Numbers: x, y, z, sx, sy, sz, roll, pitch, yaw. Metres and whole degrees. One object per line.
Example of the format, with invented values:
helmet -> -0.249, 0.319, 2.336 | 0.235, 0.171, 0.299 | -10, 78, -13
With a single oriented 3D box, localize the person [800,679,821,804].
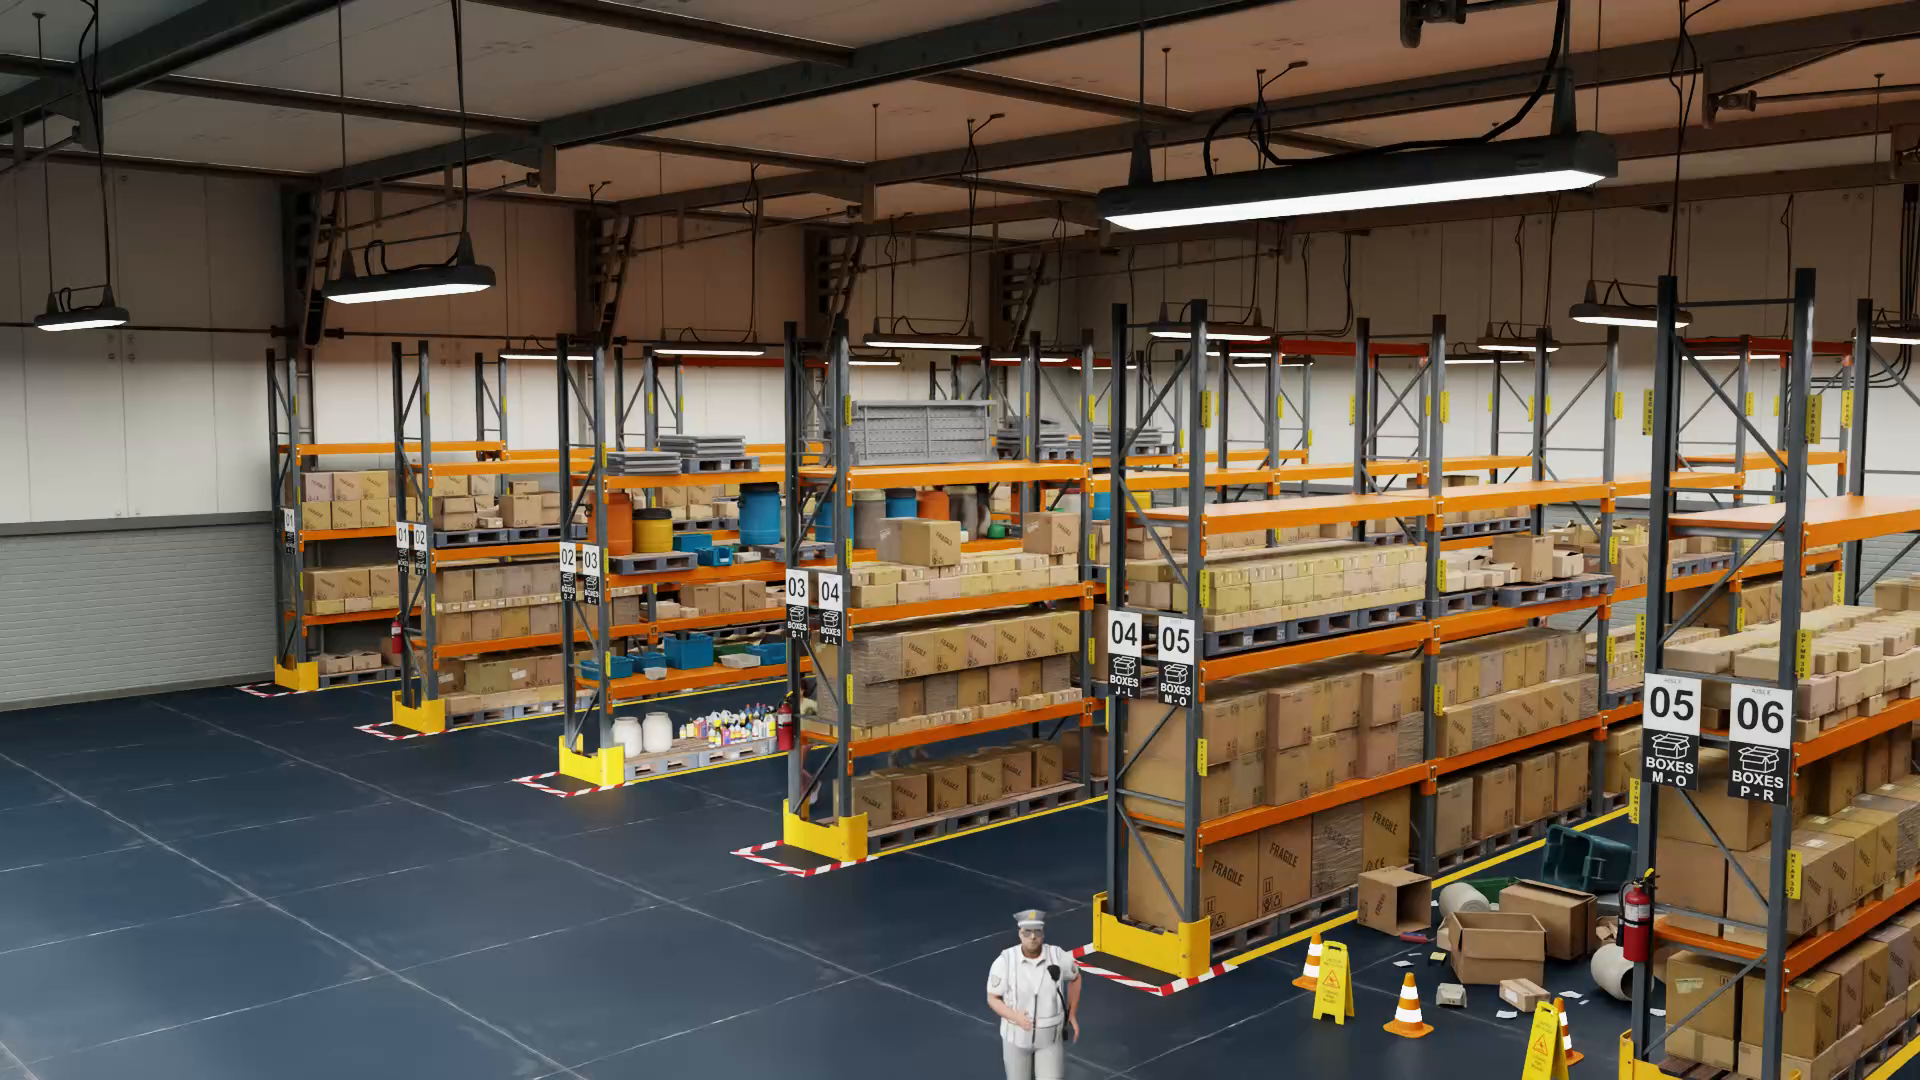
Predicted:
person -> -2.012, 2.548, 20.798 | 0.602, 1.639, 0.544 | 4, 6, 40

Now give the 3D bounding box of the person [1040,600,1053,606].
person -> 1.730, 1.467, 32.648 | 0.667, 1.755, 0.838 | 4, 6, 36

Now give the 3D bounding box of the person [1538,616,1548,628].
person -> 9.307, 2.021, 26.722 | 0.650, 1.676, 0.632 | 4, 6, 38

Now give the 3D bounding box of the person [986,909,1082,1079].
person -> 0.499, 3.323, 11.100 | 0.646, 1.746, 0.648 | 0, 5, 1

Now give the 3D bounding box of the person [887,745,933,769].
person -> -0.696, 2.385, 21.652 | 0.640, 1.758, 0.970 | 4, 7, 41
